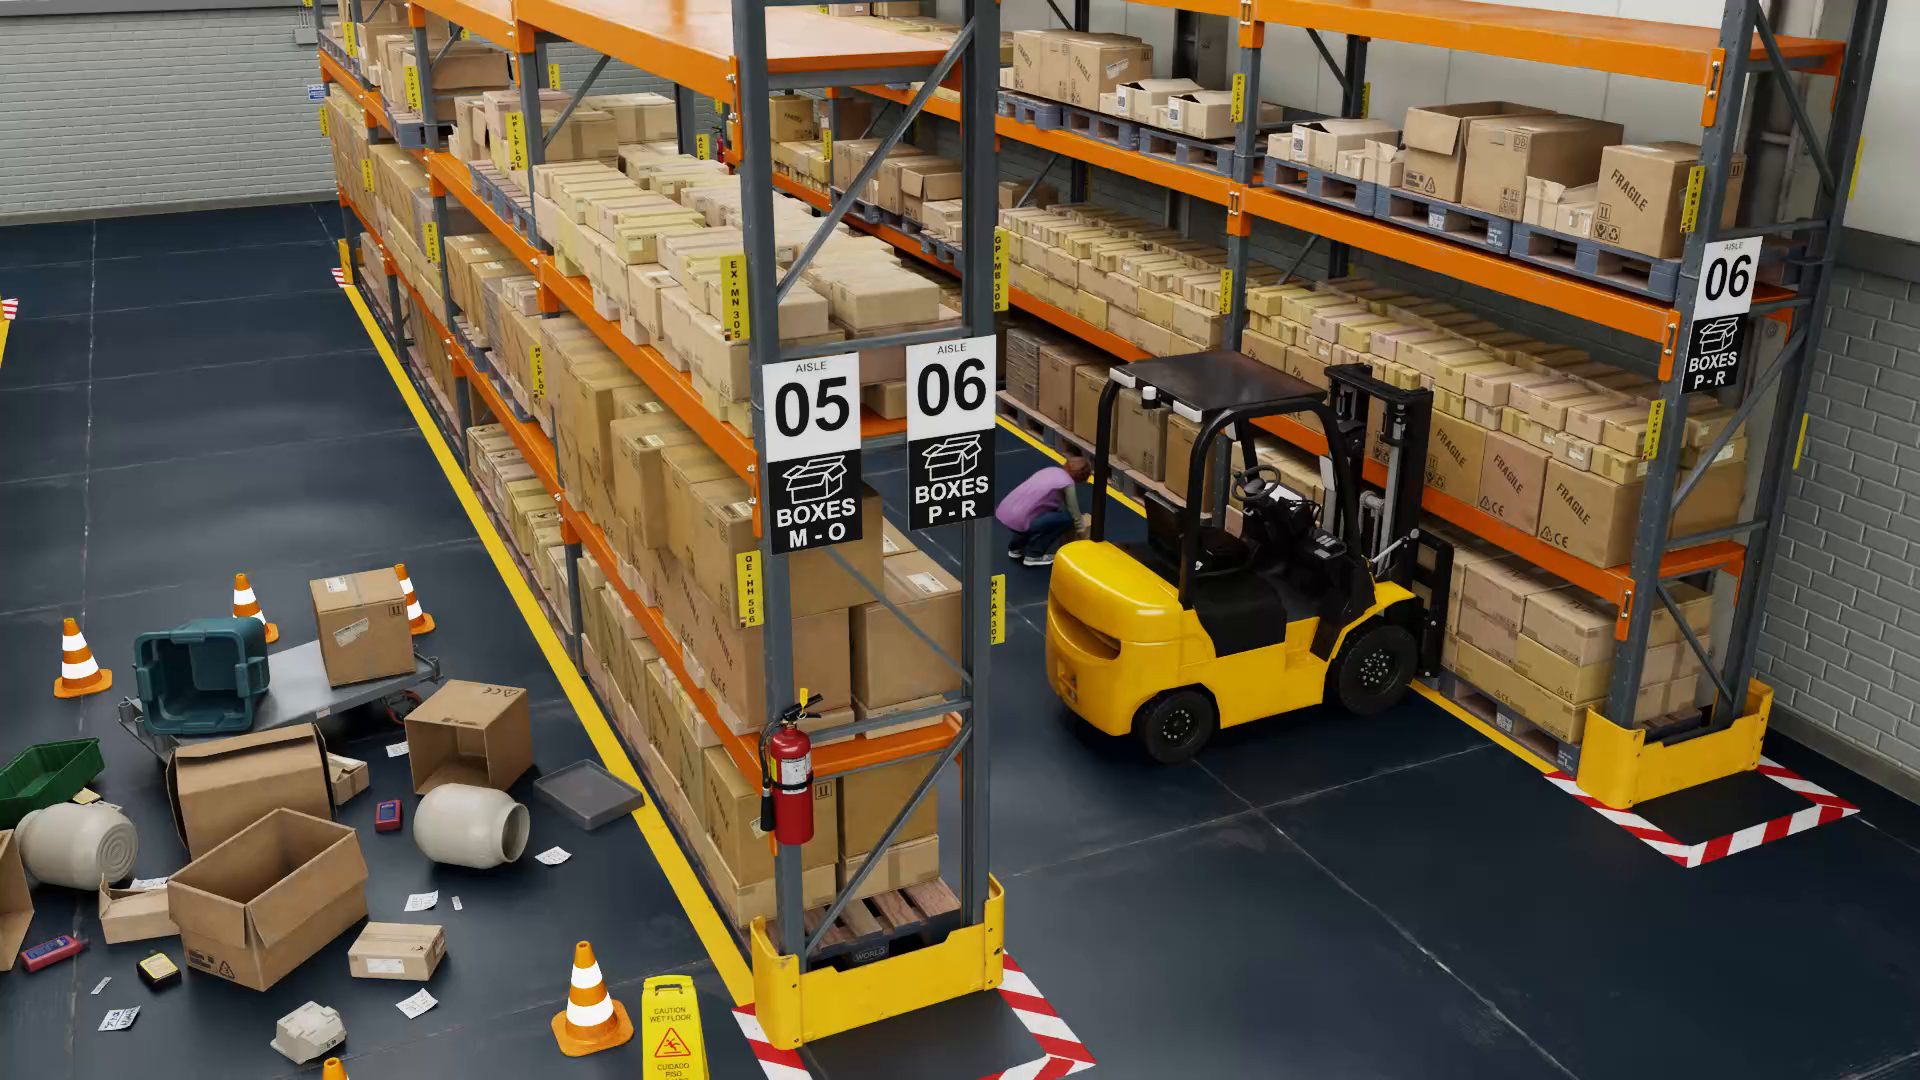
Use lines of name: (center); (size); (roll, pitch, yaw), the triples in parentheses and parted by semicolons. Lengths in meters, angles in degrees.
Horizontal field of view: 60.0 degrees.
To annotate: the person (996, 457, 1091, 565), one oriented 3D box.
person: (0.647, -0.208, 12.630); (0.806, 0.770, 0.433); (-10, 25, -24)
